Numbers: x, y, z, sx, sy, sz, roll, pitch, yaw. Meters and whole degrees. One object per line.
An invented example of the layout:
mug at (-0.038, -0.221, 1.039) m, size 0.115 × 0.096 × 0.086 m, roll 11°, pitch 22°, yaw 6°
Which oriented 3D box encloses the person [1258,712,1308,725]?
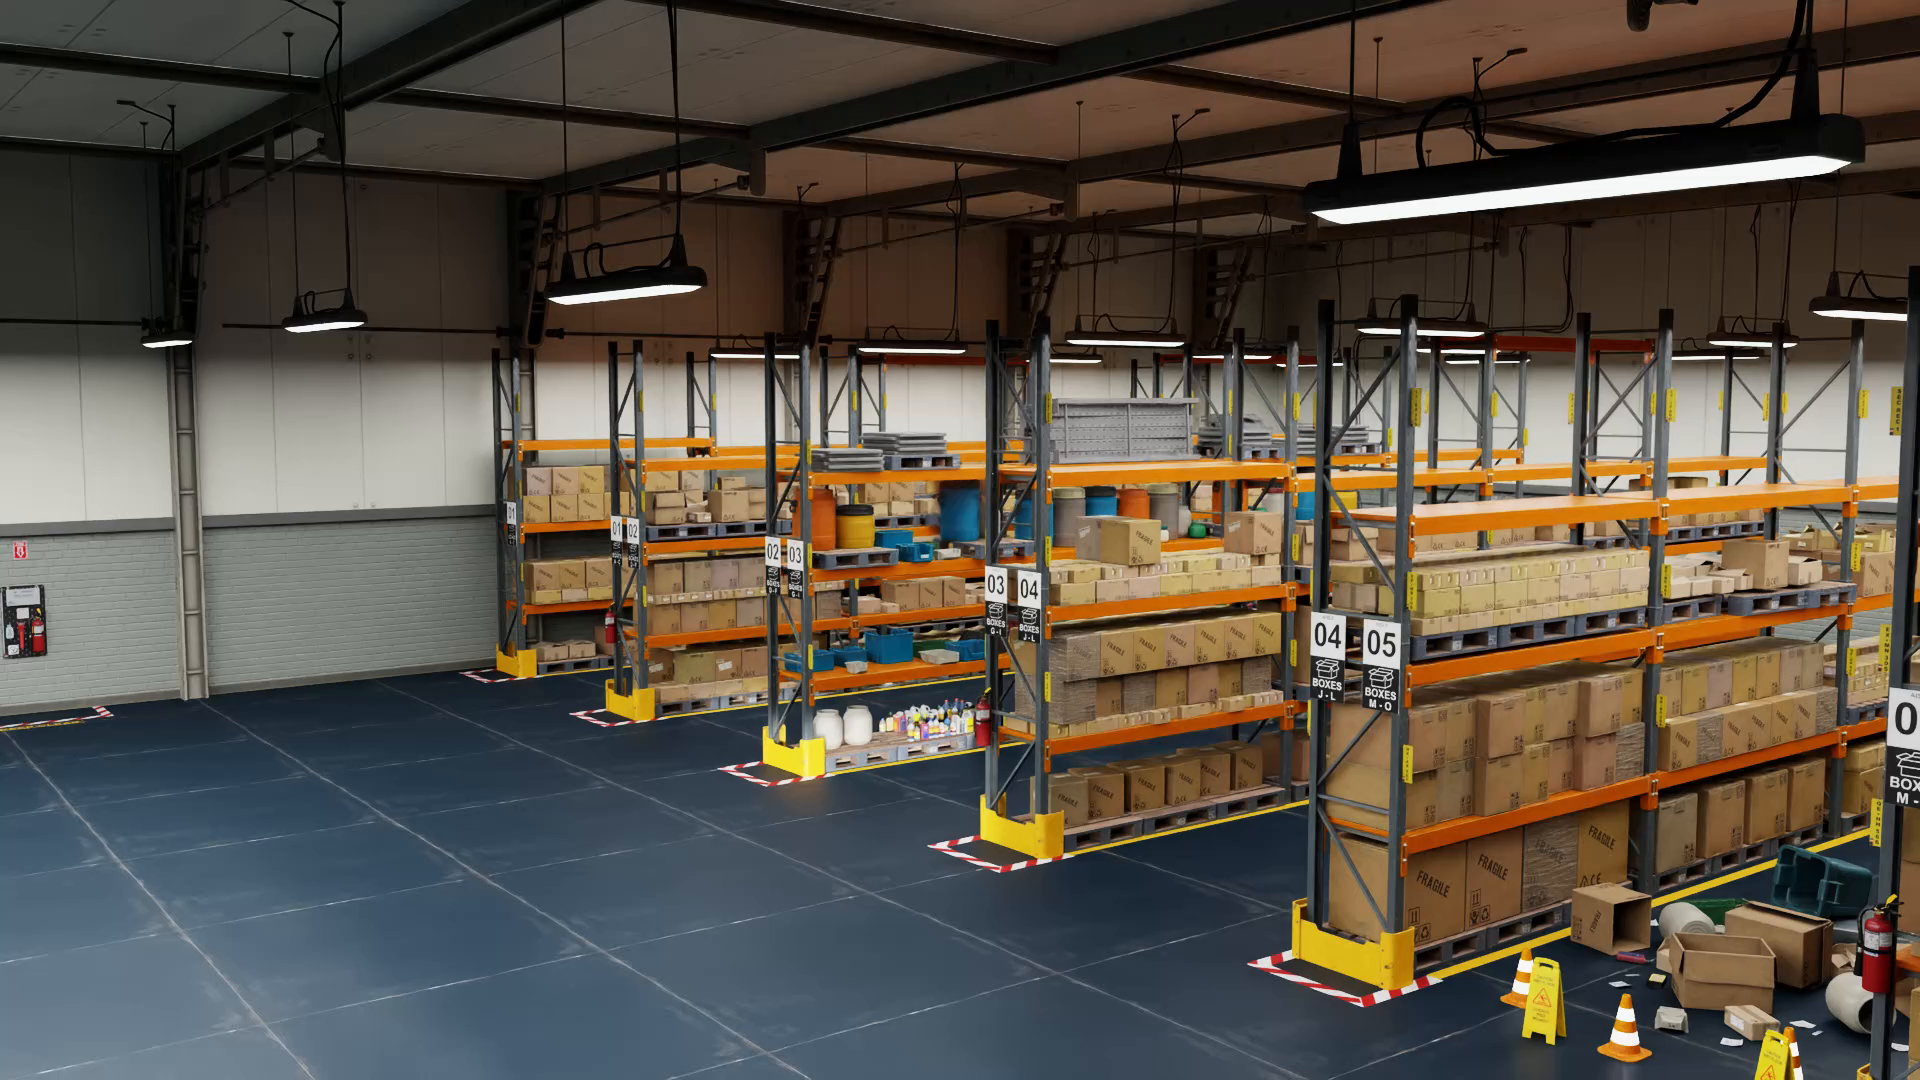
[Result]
person at (5.090, 2.045, 25.970) m, size 0.495 × 1.623 × 1.040 m, roll 5°, pitch 7°, yaw 44°
